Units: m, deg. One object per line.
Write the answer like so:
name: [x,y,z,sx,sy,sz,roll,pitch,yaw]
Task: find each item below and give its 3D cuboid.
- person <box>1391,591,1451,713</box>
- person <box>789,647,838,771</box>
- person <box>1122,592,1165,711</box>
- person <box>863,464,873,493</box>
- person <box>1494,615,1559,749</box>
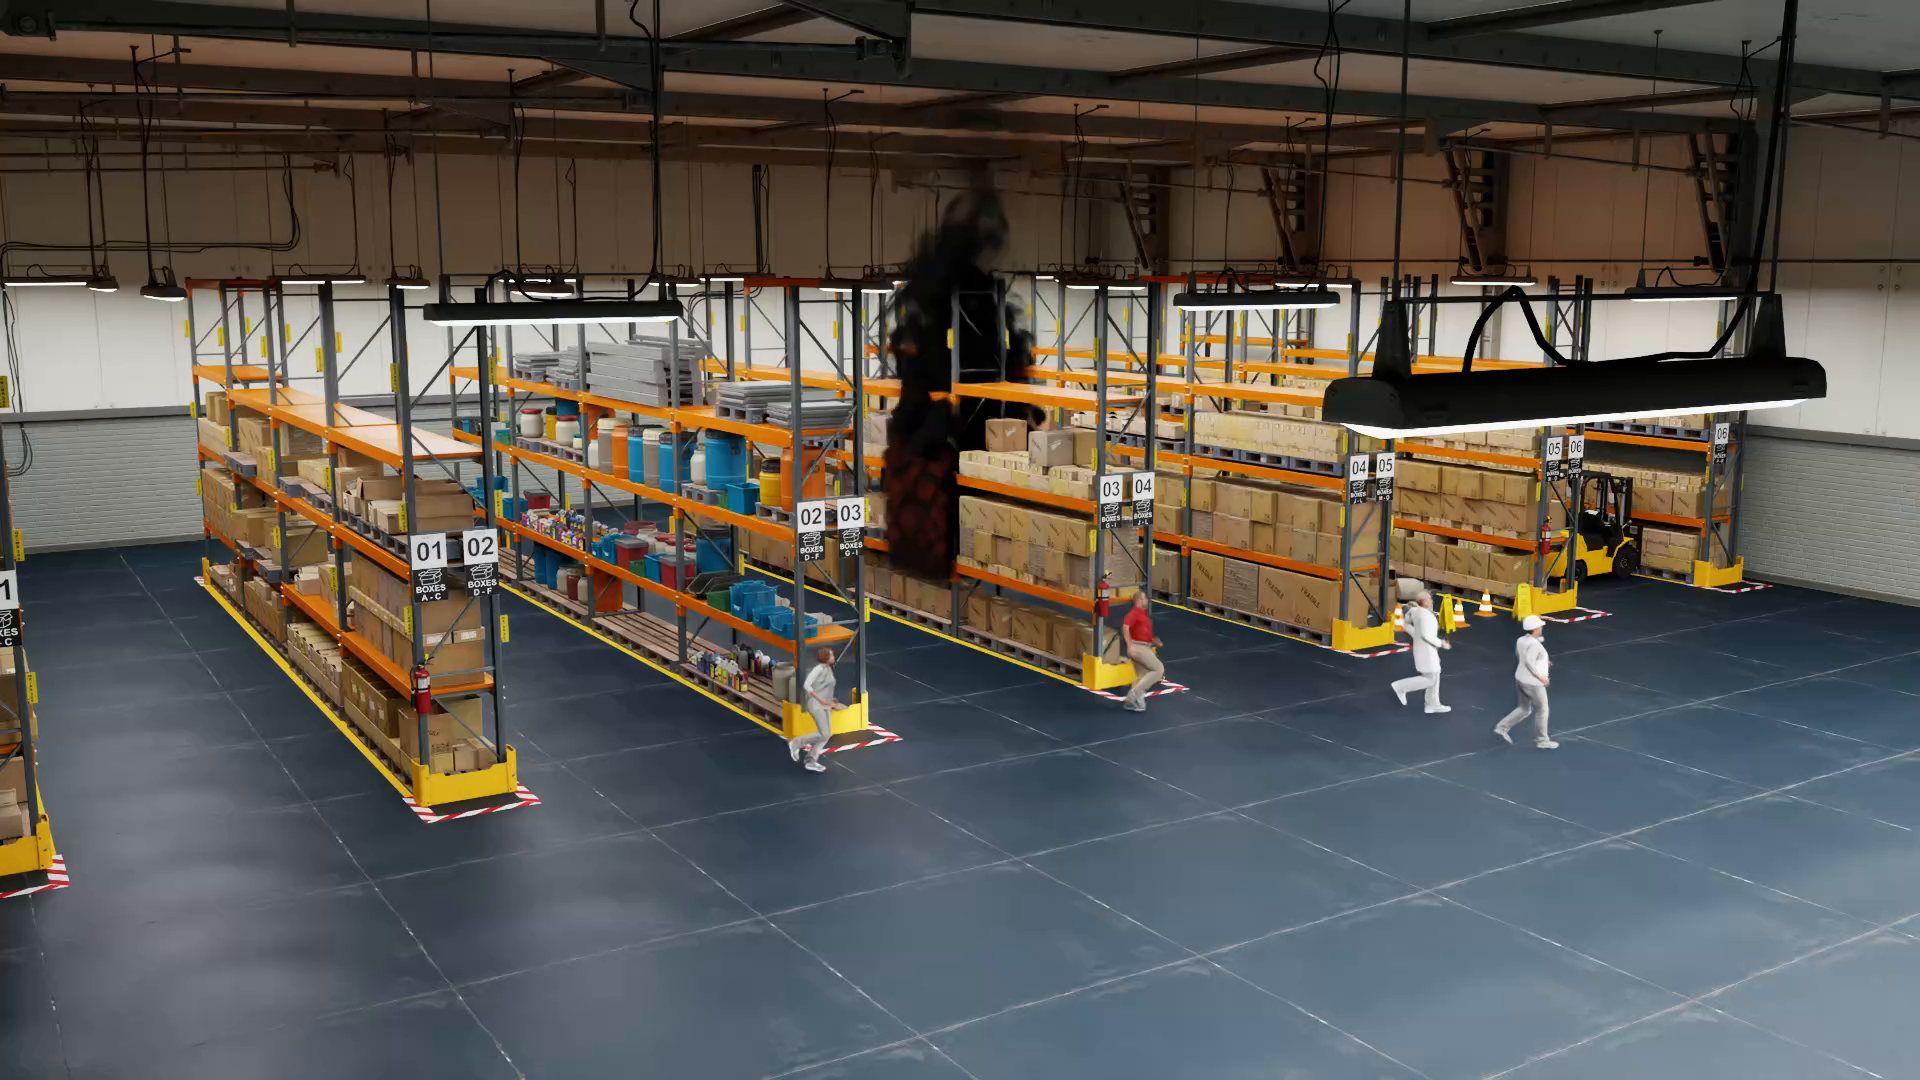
person: [6.492,1.677,23.390,0.888,1.557,0.710,0,10,-2]
person: [-1.814,2.104,20.983,0.559,1.509,0.597,3,10,17]
person: [2.612,1.569,23.653,0.606,1.654,0.681,1,10,7]
person: [-2.262,-0.914,38.057,0.745,1.787,1.084,-6,11,-31]
person: [7.421,1.844,21.647,0.844,1.761,0.671,-1,10,-6]
